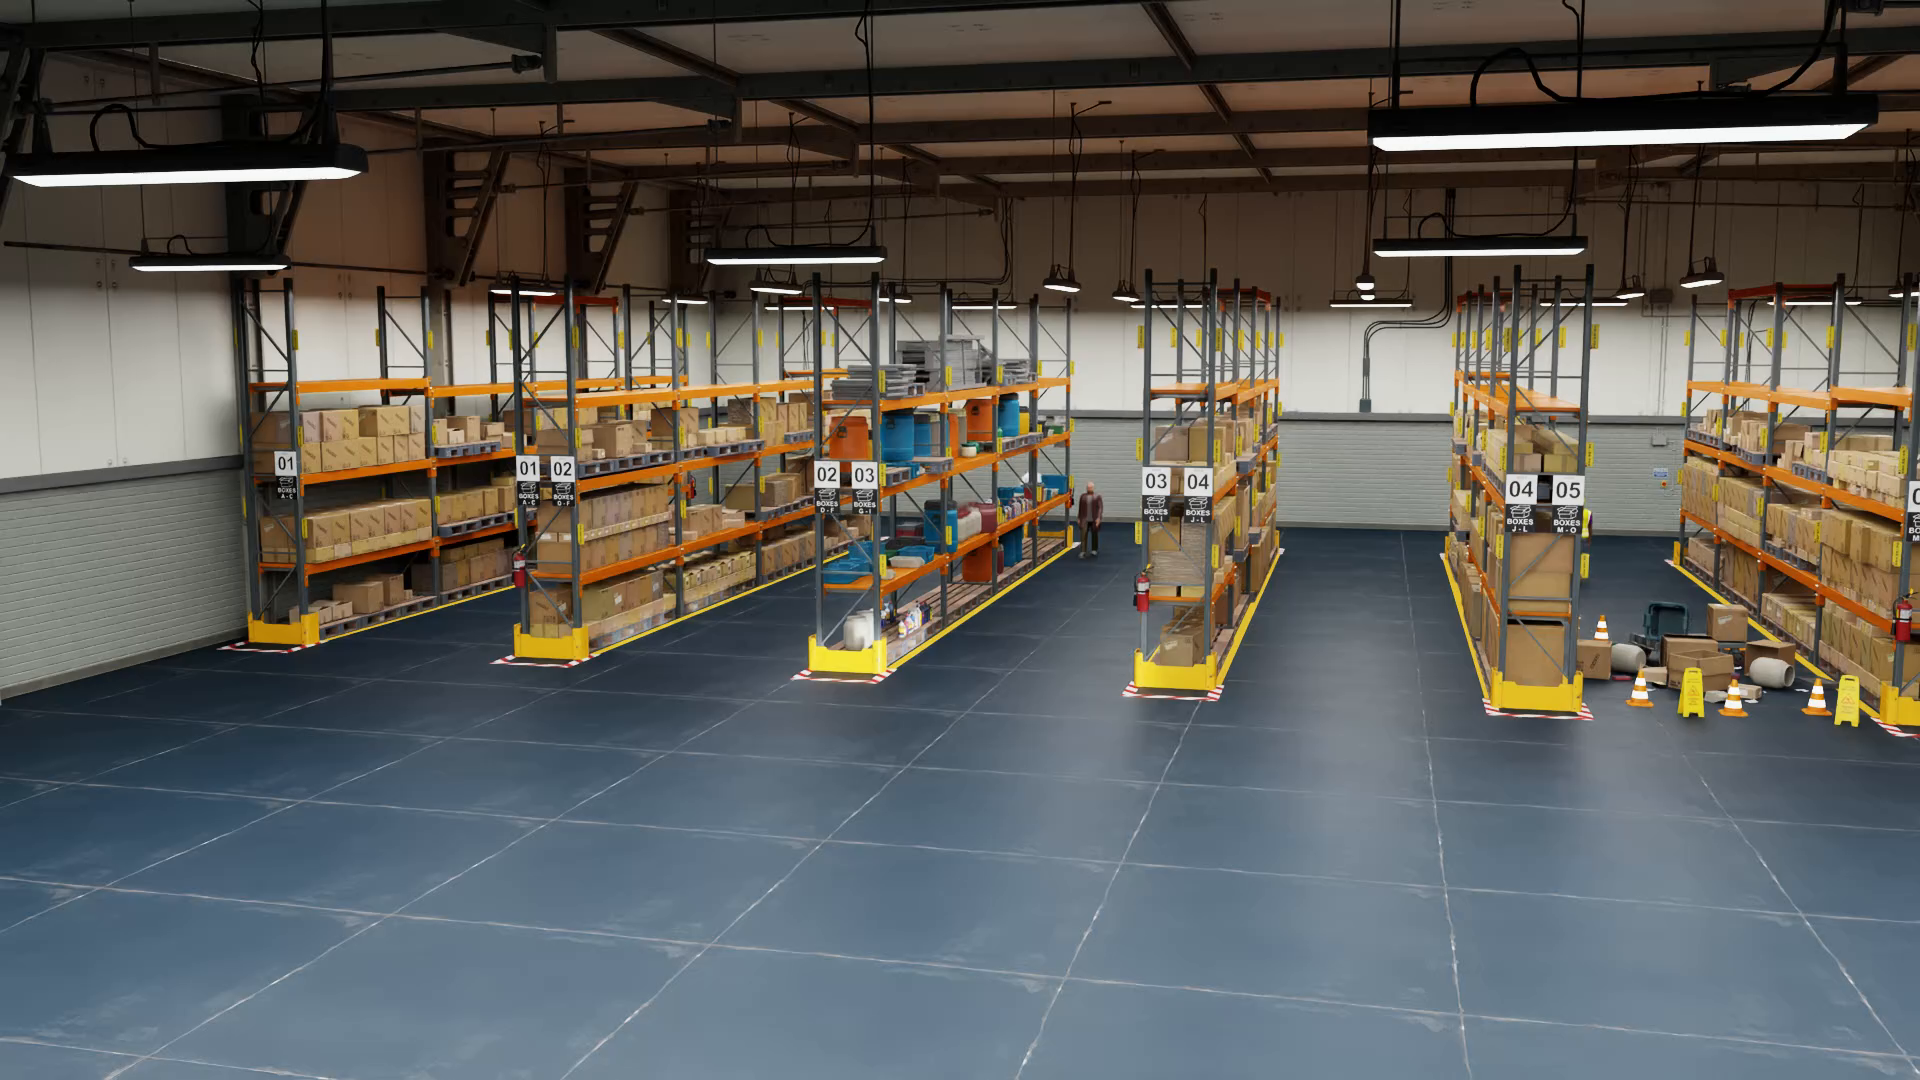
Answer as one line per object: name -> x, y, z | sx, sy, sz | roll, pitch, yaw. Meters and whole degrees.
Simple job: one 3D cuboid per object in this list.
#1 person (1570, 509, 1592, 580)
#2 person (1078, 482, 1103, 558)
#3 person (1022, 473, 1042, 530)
person -> 12.944, -0.038, 34.848 | 0.609, 1.787, 0.403 | -2, 7, -13
person -> 2.988, -0.469, 38.272 | 0.614, 1.718, 1.115 | 1, 7, 9
person -> 1.954, -1.075, 44.118 | 0.578, 1.511, 1.174 | -3, 8, -26
